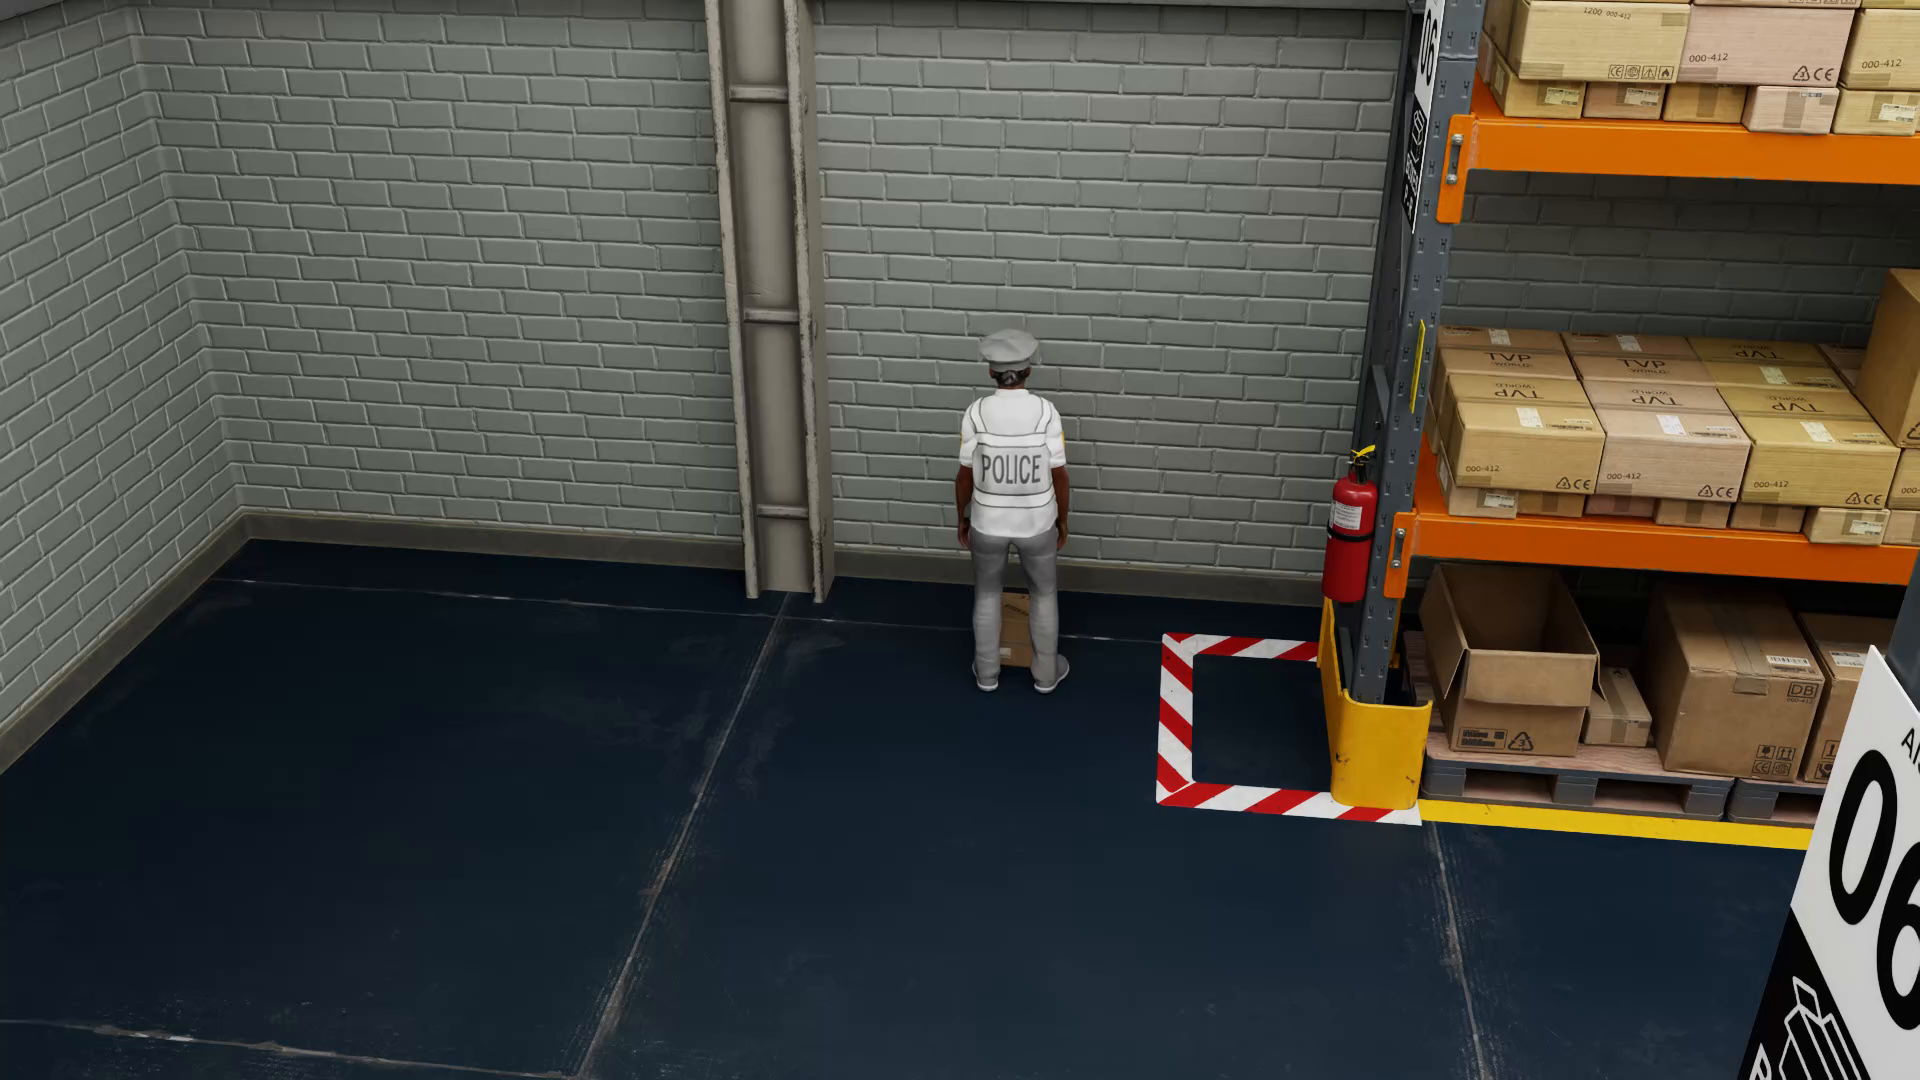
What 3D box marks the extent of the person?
[{"bbox_3d":[0.241,-0.082,7.277,0.521,1.657,0.395,2,29,3],"label":"person"}]
